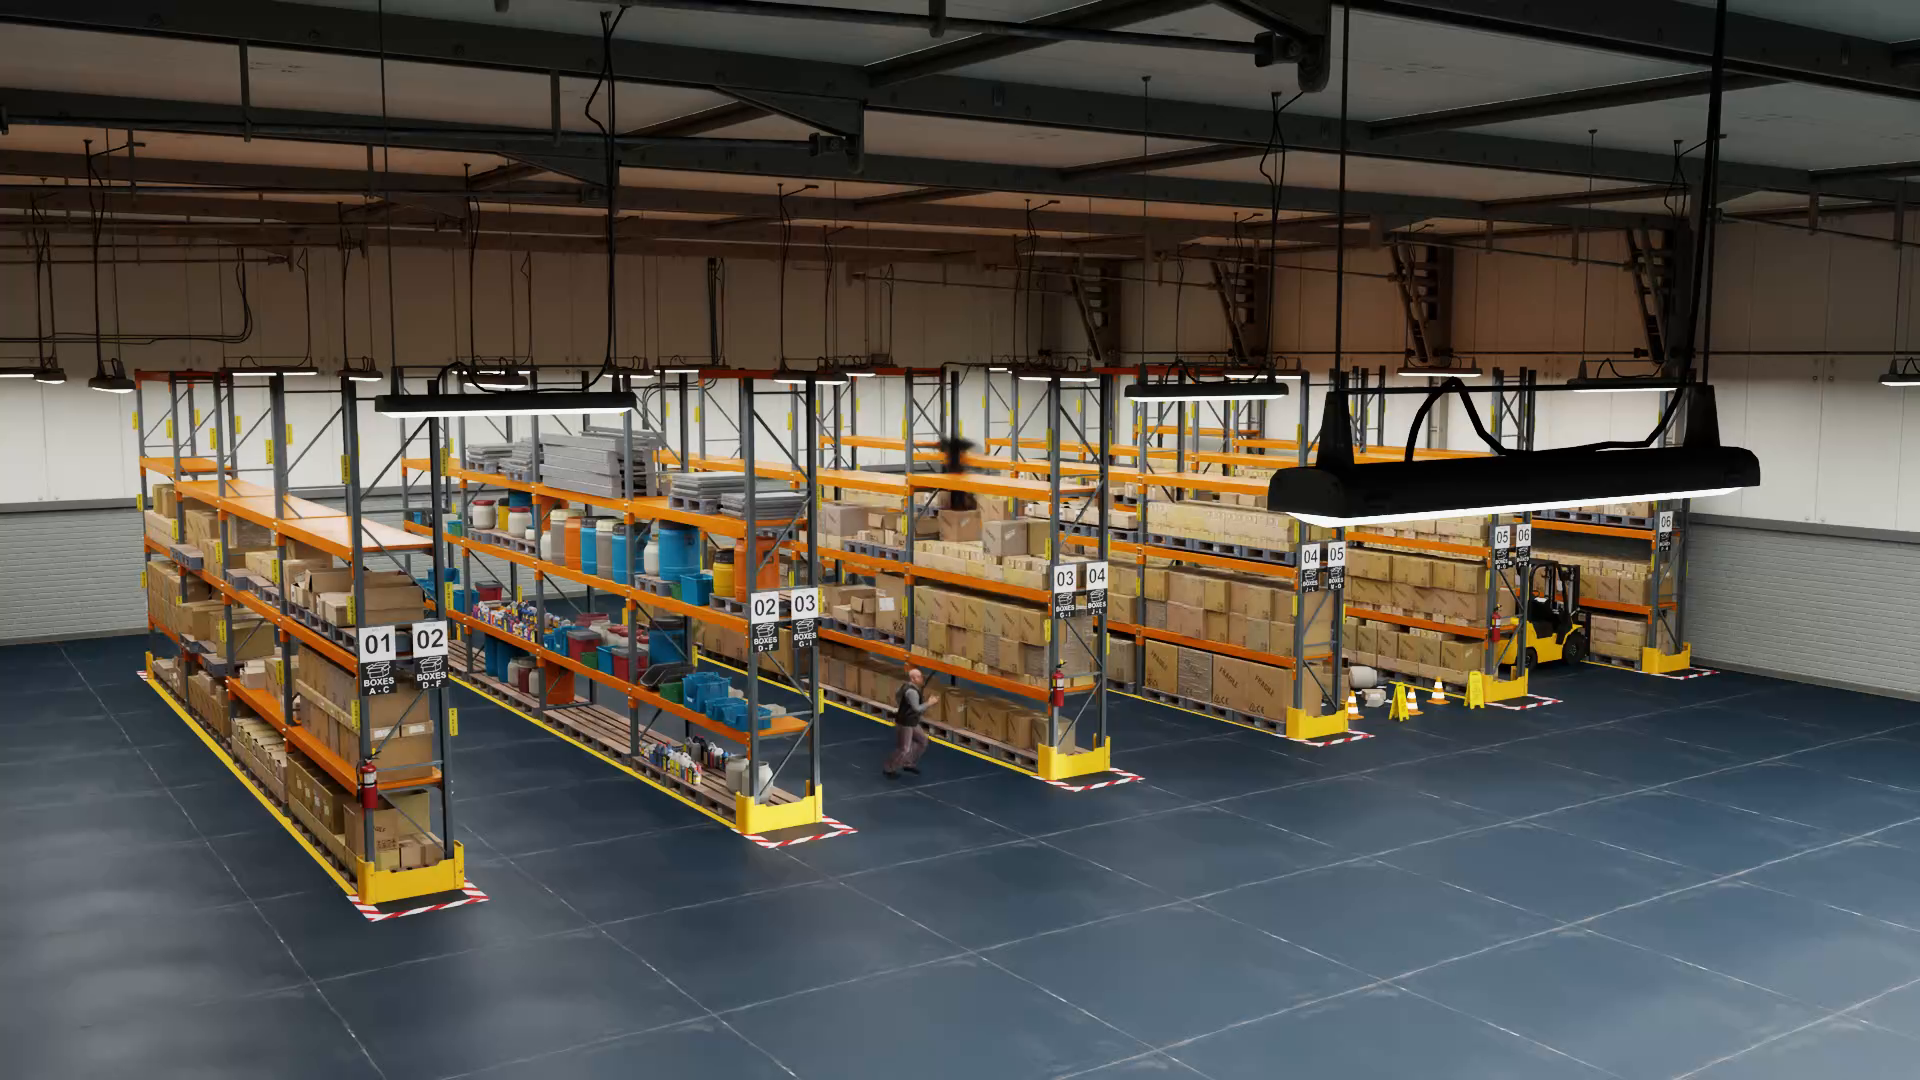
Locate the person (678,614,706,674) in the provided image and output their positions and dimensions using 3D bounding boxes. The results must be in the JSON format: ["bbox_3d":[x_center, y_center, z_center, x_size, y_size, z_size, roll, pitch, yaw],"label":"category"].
[{"bbox_3d":[-5.314,1.931,32.490,0.585,1.502,1.041,-3,7,-28],"label":"person"}]

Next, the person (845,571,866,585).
[{"bbox_3d":[-2.711,0.644,42.473,0.810,1.840,0.676,-6,9,-41],"label":"person"}]

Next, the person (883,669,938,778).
[{"bbox_3d":[-0.741,2.733,24.599,0.850,1.680,0.613,1,6,6],"label":"person"}]
